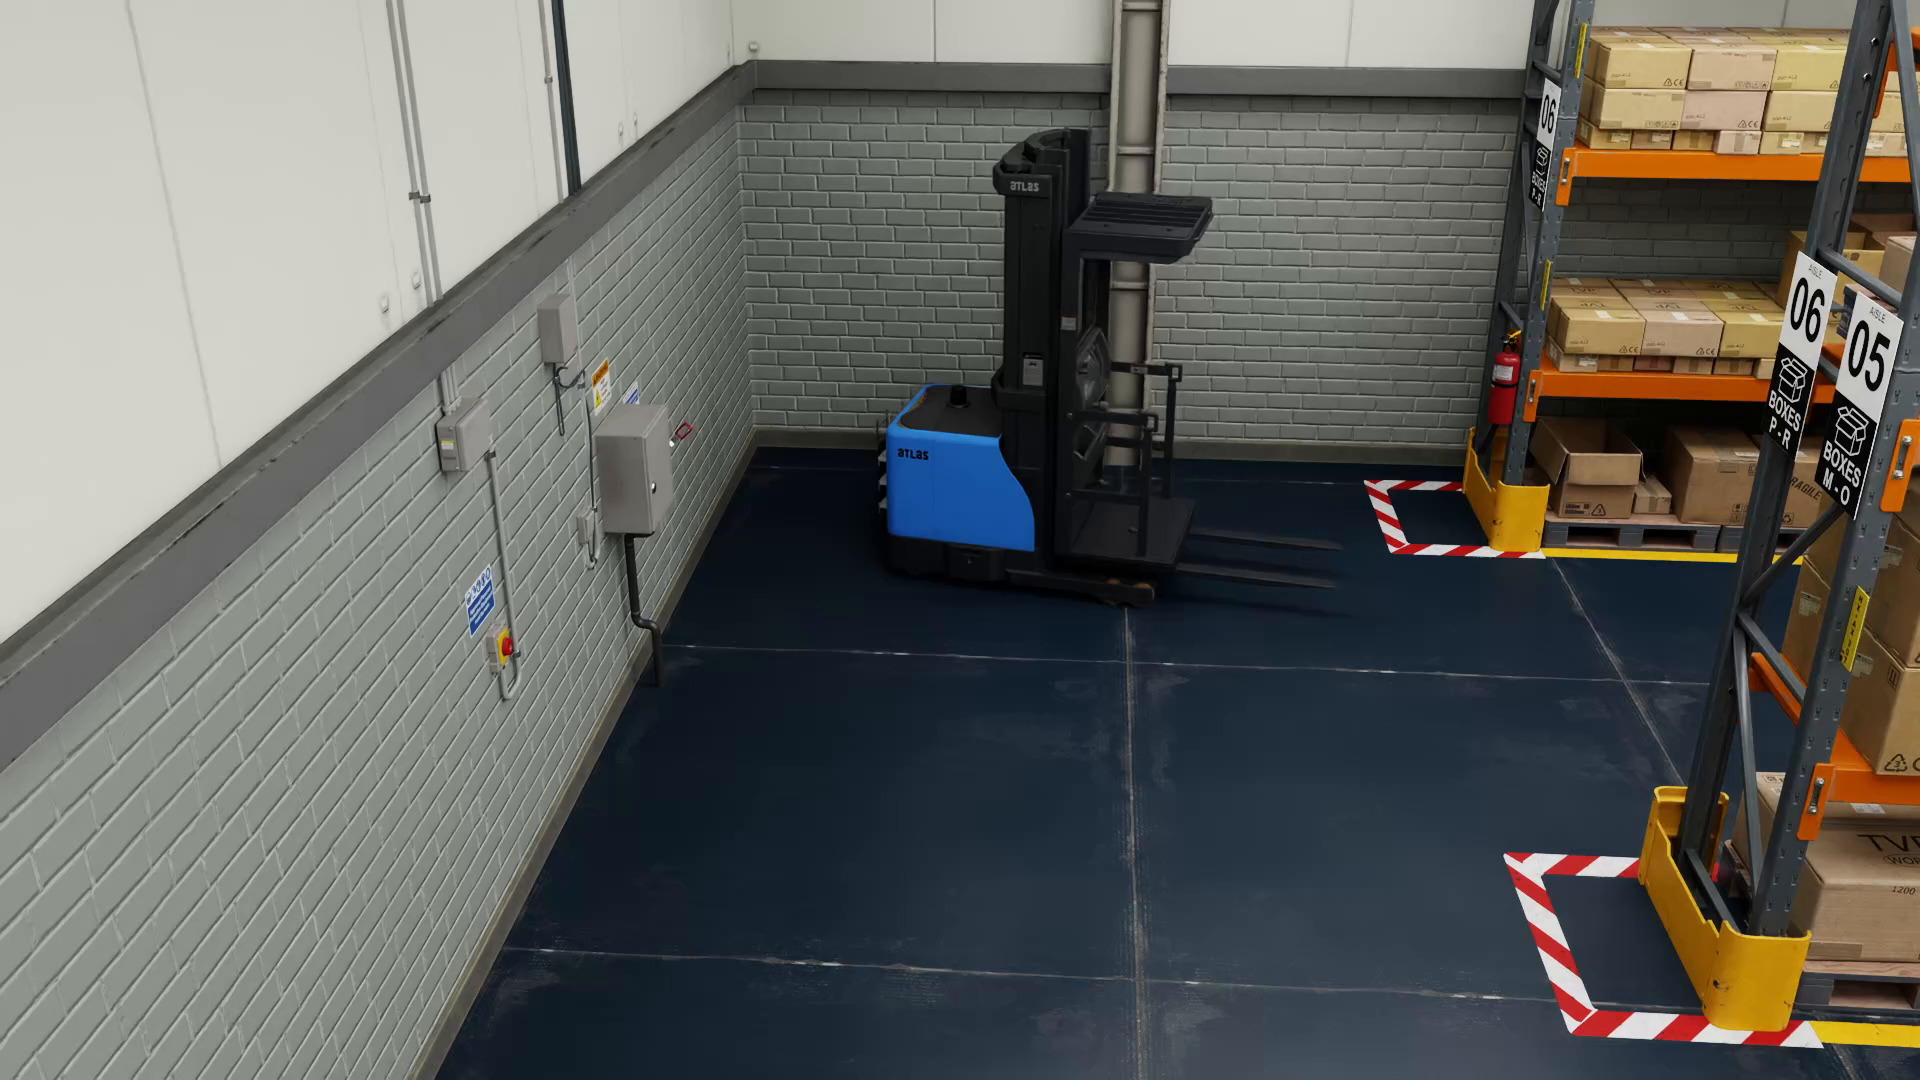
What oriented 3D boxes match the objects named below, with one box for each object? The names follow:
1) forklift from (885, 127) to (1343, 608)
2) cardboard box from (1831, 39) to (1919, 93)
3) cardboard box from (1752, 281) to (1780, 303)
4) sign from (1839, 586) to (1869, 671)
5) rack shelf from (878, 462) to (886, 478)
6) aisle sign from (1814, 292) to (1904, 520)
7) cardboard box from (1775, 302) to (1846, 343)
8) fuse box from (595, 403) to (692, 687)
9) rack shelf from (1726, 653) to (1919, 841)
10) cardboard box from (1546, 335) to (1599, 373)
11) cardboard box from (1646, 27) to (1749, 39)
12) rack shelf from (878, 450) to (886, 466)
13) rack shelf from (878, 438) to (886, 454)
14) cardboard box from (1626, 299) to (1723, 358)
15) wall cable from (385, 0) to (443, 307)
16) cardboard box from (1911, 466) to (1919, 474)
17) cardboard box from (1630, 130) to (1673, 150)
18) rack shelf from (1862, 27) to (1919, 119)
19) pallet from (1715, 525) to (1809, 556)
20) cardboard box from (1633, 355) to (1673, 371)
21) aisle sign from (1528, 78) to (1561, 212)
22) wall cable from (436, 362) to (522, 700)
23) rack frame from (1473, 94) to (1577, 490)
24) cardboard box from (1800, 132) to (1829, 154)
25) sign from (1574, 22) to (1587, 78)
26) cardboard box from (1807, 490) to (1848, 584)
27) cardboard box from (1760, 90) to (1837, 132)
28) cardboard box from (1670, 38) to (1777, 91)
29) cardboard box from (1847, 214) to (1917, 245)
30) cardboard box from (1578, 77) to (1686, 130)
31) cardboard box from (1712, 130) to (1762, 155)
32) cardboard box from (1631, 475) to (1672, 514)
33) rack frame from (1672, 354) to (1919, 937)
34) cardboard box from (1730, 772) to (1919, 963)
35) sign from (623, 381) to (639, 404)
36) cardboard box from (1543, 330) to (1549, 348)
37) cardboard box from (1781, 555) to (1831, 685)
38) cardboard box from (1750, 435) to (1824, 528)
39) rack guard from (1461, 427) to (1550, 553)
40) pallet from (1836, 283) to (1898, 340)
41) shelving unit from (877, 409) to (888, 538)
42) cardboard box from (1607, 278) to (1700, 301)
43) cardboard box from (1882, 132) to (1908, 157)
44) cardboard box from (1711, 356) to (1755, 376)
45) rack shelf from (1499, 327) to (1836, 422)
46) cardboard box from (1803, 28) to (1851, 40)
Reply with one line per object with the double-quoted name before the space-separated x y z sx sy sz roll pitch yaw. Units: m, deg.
"forklift" 1.064 -1.127 10.904 3.031 2.935 1.130 7 26 14
"cardboard box" 5.853 -3.015 10.561 0.500 0.250 0.500 3 25 5
"cardboard box" 5.921 -1.634 11.749 0.500 0.250 0.500 2 25 4
"sign" 3.488 0.348 6.487 0.005 0.325 0.100 2 25 4
"rack shelf" -0.449 -0.513 11.865 0.200 0.077 0.258 7 26 14
"aisle sign" 3.443 -0.517 6.386 0.004 0.787 0.394 2 25 4
"cardboard box" 5.864 -1.425 11.293 0.500 0.250 0.500 1 25 3
"fuse box" -1.781 0.089 9.720 0.414 1.711 0.539 2 25 4
"rack shelf" 5.531 0.936 7.198 4.000 0.370 1.077 2 25 4
"cardboard box" 4.220 -1.284 11.464 0.250 0.149 0.380 2 25 4
"cardboard box" 4.896 -3.265 11.106 0.500 0.250 0.500 1 25 2
"rack shelf" -0.449 -0.595 11.827 0.200 0.077 0.258 7 26 14
"rack shelf" -0.449 -0.677 11.789 0.200 0.077 0.258 7 26 14
"cardboard box" 4.847 -1.447 11.342 0.500 0.250 0.500 2 25 5
"wall cable" -2.157 -2.244 6.073 0.029 3.000 0.463 2 25 4
"cardboard box" 3.910 -0.321 6.978 0.250 0.149 0.380 2 25 5
"cardboard box" 4.476 -2.667 10.881 0.250 0.149 0.380 2 25 5
"rack shelf" 5.531 -1.607 6.028 4.000 0.370 1.077 2 25 4
"pallet" 5.997 -0.189 12.119 1.213 0.211 1.003 2 25 4
"cardboard box" 4.741 -1.301 11.502 0.250 0.149 0.380 2 25 3
"aisle sign" 3.822 -2.584 10.879 0.004 0.787 0.394 2 25 4
"wall cable" -2.087 -0.101 7.339 0.123 1.953 0.585 2 25 4
"rack frame" 3.913 -1.523 11.683 0.127 3.000 1.000 2 25 4
"cardboard box" 5.484 -2.613 10.765 0.250 0.149 0.380 2 25 3
"sign" 3.871 -3.057 10.382 0.005 0.325 0.100 2 25 4
"cardboard box" 4.035 -0.038 7.139 0.500 0.500 0.500 3 25 6
"cardboard box" 5.352 -2.796 10.683 0.500 0.250 0.500 1 25 2
"cardboard box" 4.842 -3.037 10.610 0.500 0.250 0.500 2 25 4
"cardboard box" 6.437 -1.961 11.562 0.500 0.500 0.500 1 25 3
"cardboard box" 4.334 -2.825 10.747 0.500 0.250 0.500 2 25 3
"cardboard box" 4.971 -2.601 10.738 0.250 0.149 0.380 2 25 5
"cardboard box" 4.936 -0.330 11.998 0.250 0.149 0.380 1 25 2
"rack frame" 3.537 0.546 7.187 0.127 3.000 1.000 2 25 4
"cardboard box" 4.202 1.498 7.680 0.875 0.438 0.875 1 25 2
"sign" -1.950 -0.665 9.932 0.001 0.494 0.329 2 25 4
"cardboard box" 4.264 -1.510 11.956 0.250 0.149 0.380 2 25 3
"cardboard box" 4.038 0.405 7.372 0.500 0.500 0.500 2 25 4
"cardboard box" 5.884 -0.417 11.768 0.500 0.500 0.500 2 25 5
"rack guard" 3.989 -0.385 12.201 0.348 0.500 1.175 2 25 4
"pallet" 4.277 -0.757 6.536 1.213 0.211 1.003 2 25 4
"shelving unit" -0.449 -0.462 11.888 0.210 0.900 0.258 7 26 14
"cardboard box" 4.906 -1.669 11.824 0.500 0.250 0.500 2 25 4
"cardboard box" 5.983 -2.569 10.668 0.250 0.149 0.380 2 25 5
"cardboard box" 5.254 -1.262 11.415 0.250 0.149 0.380 2 25 5
"rack shelf" 5.907 -1.132 11.695 4.000 0.370 1.077 2 25 4
"cardboard box" 5.907 -3.226 11.020 0.500 0.250 0.500 2 25 4
